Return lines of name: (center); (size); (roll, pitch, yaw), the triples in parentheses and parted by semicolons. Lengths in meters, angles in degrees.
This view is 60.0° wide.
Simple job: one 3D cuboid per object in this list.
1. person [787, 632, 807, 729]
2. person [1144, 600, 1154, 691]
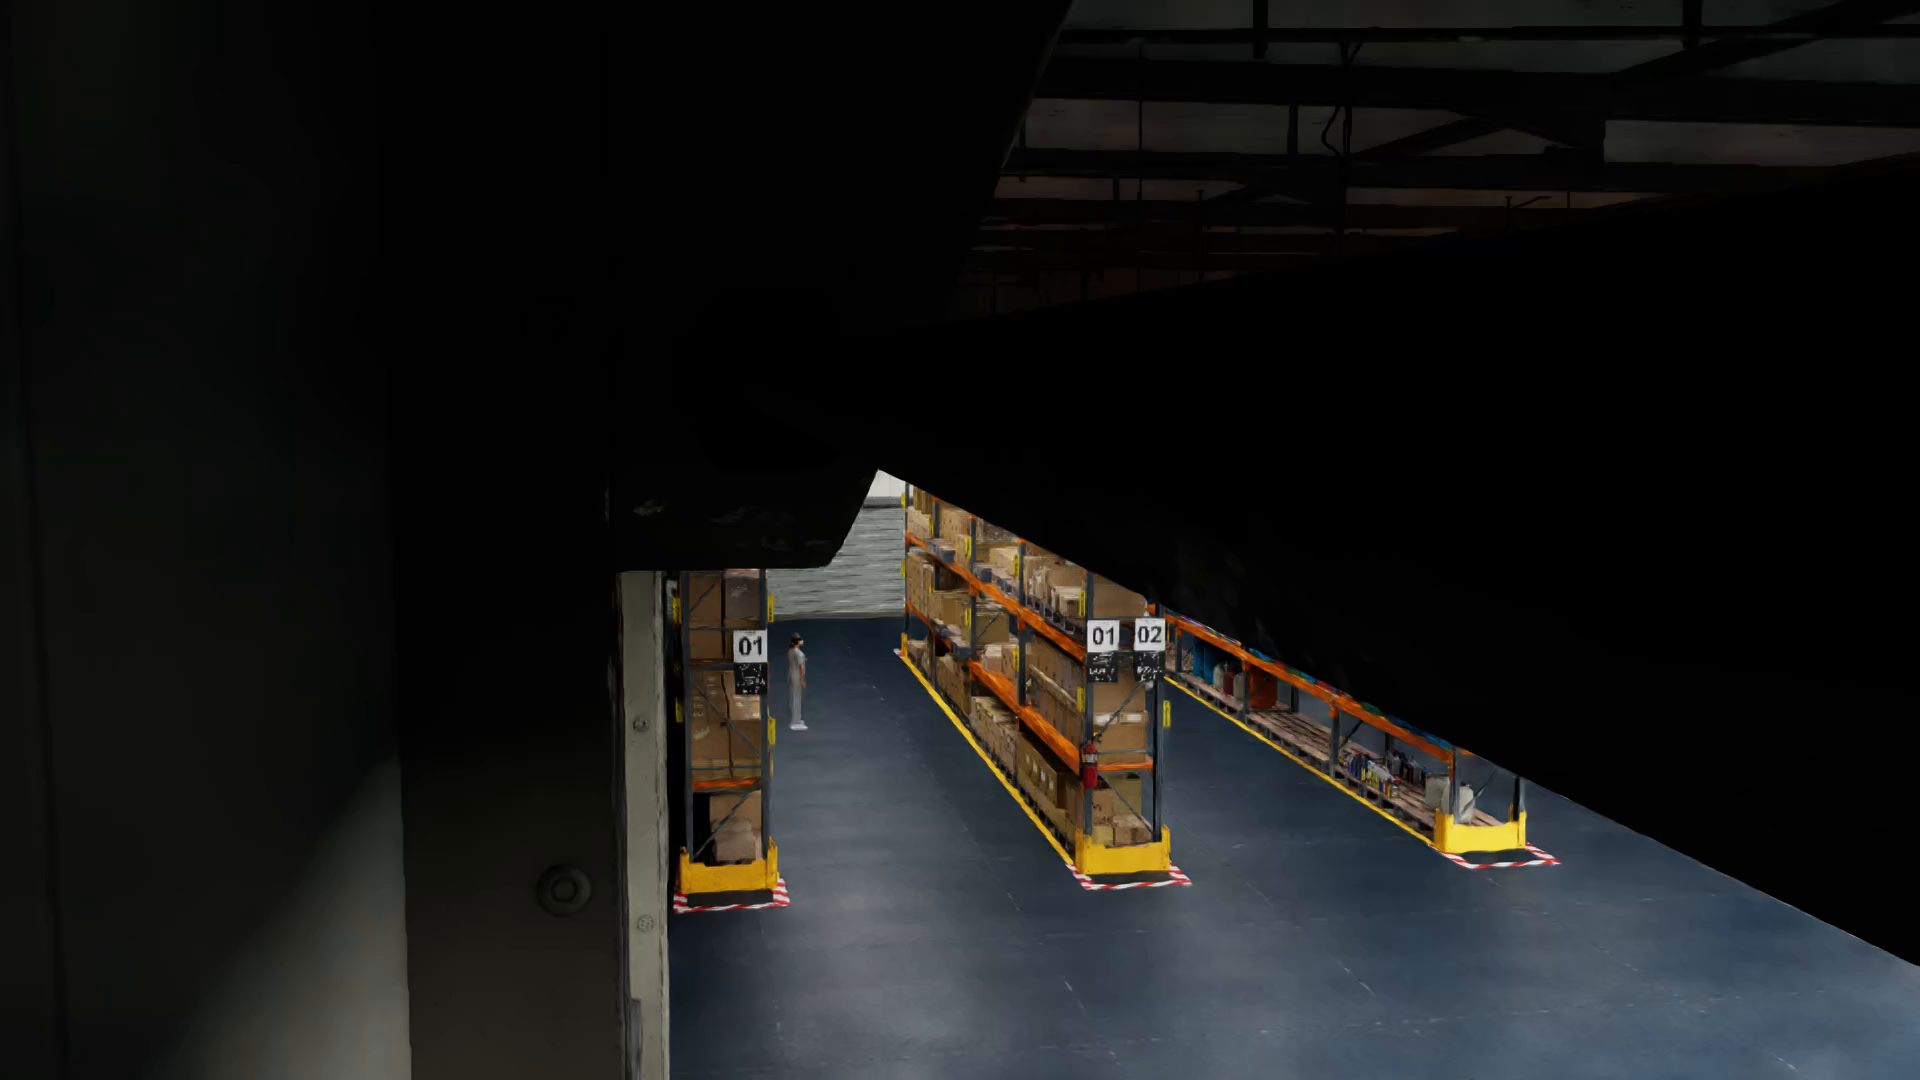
person: (-2.850, 2.452, 29.213); (0.389, 1.676, 0.556); (-4, 7, -31)
person: (3.555, 2.034, 32.739); (0.588, 1.784, 0.666); (1, 6, 12)
